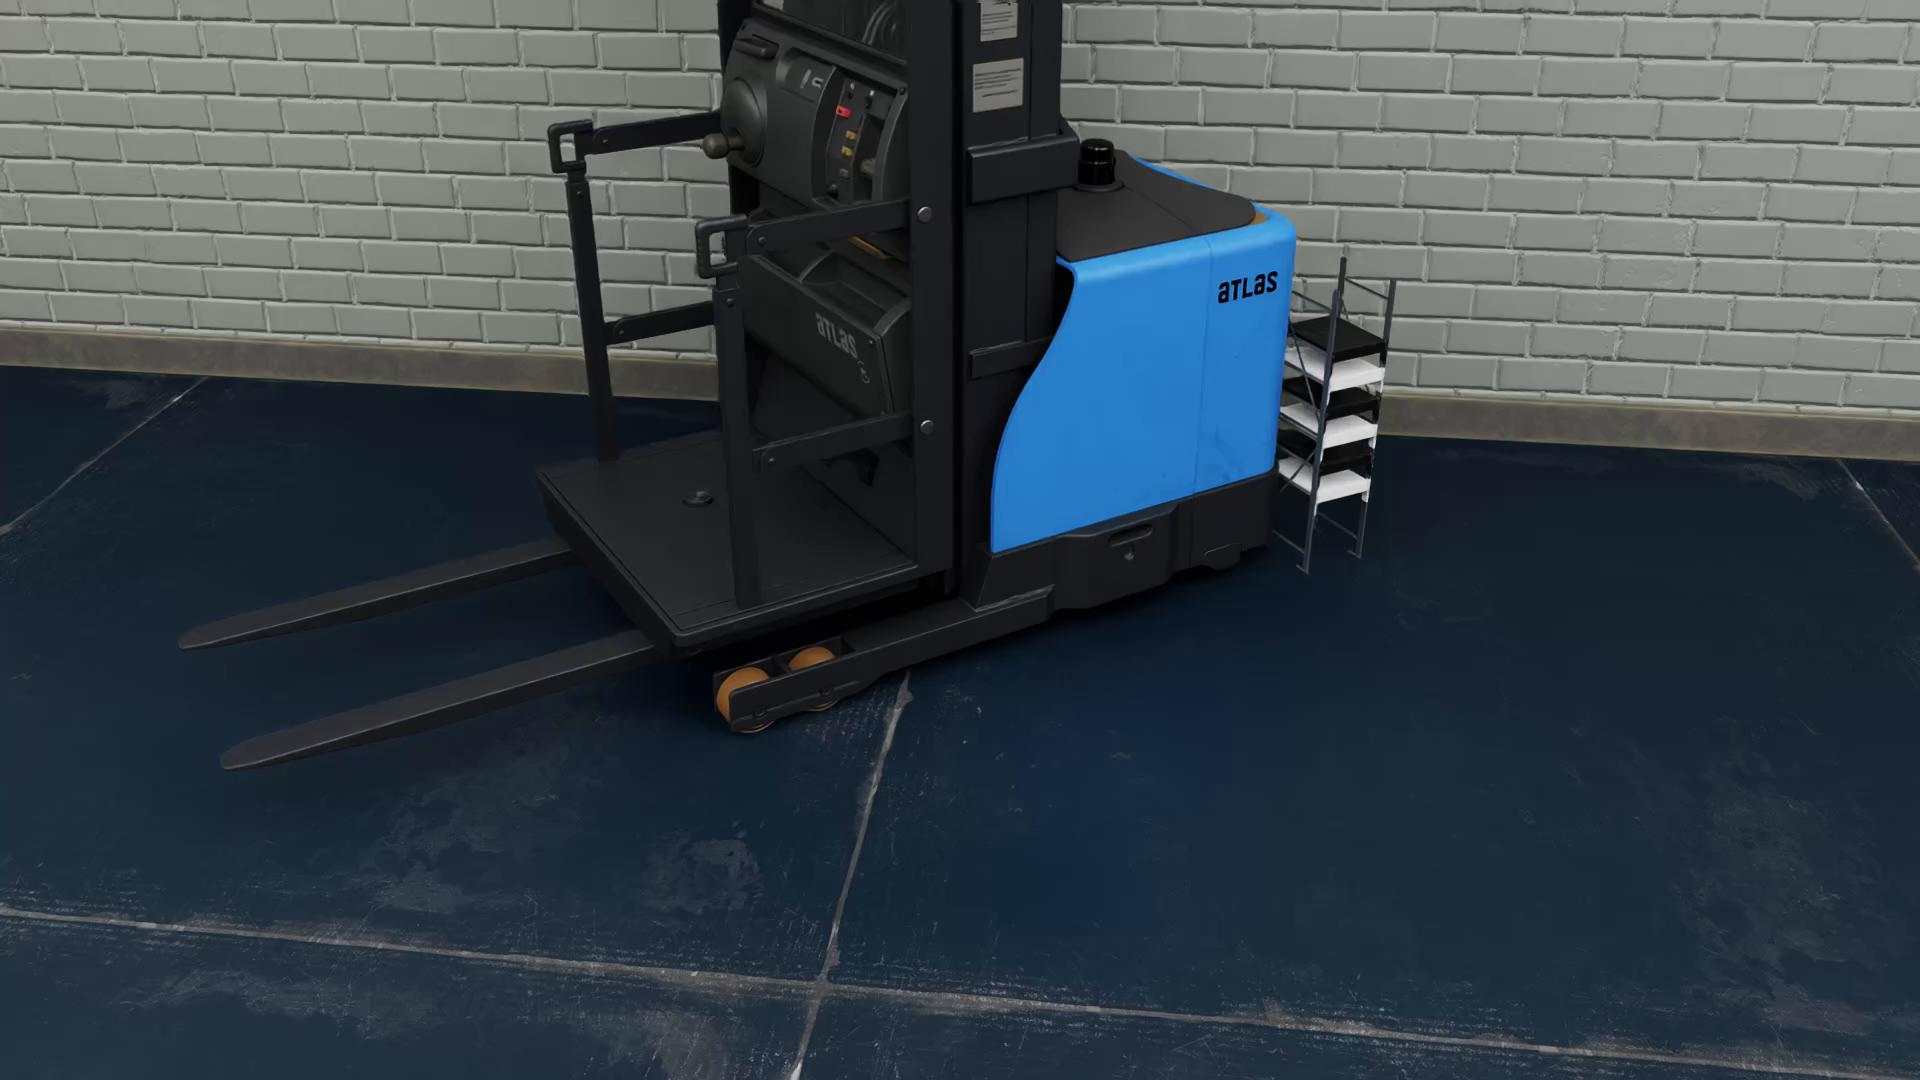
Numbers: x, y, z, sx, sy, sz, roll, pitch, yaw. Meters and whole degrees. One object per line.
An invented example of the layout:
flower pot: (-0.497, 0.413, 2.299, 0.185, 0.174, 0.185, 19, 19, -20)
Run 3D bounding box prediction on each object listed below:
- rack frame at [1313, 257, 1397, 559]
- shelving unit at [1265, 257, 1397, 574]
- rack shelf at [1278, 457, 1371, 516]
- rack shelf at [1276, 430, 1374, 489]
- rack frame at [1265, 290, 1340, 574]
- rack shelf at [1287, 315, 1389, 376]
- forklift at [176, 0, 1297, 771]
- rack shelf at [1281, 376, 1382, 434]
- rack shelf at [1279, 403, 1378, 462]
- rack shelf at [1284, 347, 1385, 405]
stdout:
rack frame: (1.182, -0.389, 5.024, 0.006, 0.900, 0.240, -14, 31, -24)
shelving unit: (1.092, -0.367, 4.982, 0.210, 0.900, 0.258, -14, 31, -24)
rack shelf: (1.092, -0.179, 5.084, 0.200, 0.077, 0.258, -14, 31, -24)
rack shelf: (1.092, -0.258, 5.041, 0.200, 0.077, 0.258, -14, 31, -24)
rack frame: (1.001, -0.345, 4.941, 0.006, 0.900, 0.240, -14, 31, -24)
rack shelf: (1.092, -0.575, 4.870, 0.200, 0.077, 0.258, -14, 31, -24)
forklift: (-0.563, -1.075, 4.156, 3.031, 2.935, 1.130, -16, 32, -27)
rack shelf: (1.092, -0.417, 4.955, 0.200, 0.077, 0.258, -14, 31, -24)
rack shelf: (1.092, -0.338, 4.998, 0.200, 0.077, 0.258, -14, 31, -24)
rack shelf: (1.092, -0.496, 4.913, 0.200, 0.077, 0.258, -14, 31, -24)
